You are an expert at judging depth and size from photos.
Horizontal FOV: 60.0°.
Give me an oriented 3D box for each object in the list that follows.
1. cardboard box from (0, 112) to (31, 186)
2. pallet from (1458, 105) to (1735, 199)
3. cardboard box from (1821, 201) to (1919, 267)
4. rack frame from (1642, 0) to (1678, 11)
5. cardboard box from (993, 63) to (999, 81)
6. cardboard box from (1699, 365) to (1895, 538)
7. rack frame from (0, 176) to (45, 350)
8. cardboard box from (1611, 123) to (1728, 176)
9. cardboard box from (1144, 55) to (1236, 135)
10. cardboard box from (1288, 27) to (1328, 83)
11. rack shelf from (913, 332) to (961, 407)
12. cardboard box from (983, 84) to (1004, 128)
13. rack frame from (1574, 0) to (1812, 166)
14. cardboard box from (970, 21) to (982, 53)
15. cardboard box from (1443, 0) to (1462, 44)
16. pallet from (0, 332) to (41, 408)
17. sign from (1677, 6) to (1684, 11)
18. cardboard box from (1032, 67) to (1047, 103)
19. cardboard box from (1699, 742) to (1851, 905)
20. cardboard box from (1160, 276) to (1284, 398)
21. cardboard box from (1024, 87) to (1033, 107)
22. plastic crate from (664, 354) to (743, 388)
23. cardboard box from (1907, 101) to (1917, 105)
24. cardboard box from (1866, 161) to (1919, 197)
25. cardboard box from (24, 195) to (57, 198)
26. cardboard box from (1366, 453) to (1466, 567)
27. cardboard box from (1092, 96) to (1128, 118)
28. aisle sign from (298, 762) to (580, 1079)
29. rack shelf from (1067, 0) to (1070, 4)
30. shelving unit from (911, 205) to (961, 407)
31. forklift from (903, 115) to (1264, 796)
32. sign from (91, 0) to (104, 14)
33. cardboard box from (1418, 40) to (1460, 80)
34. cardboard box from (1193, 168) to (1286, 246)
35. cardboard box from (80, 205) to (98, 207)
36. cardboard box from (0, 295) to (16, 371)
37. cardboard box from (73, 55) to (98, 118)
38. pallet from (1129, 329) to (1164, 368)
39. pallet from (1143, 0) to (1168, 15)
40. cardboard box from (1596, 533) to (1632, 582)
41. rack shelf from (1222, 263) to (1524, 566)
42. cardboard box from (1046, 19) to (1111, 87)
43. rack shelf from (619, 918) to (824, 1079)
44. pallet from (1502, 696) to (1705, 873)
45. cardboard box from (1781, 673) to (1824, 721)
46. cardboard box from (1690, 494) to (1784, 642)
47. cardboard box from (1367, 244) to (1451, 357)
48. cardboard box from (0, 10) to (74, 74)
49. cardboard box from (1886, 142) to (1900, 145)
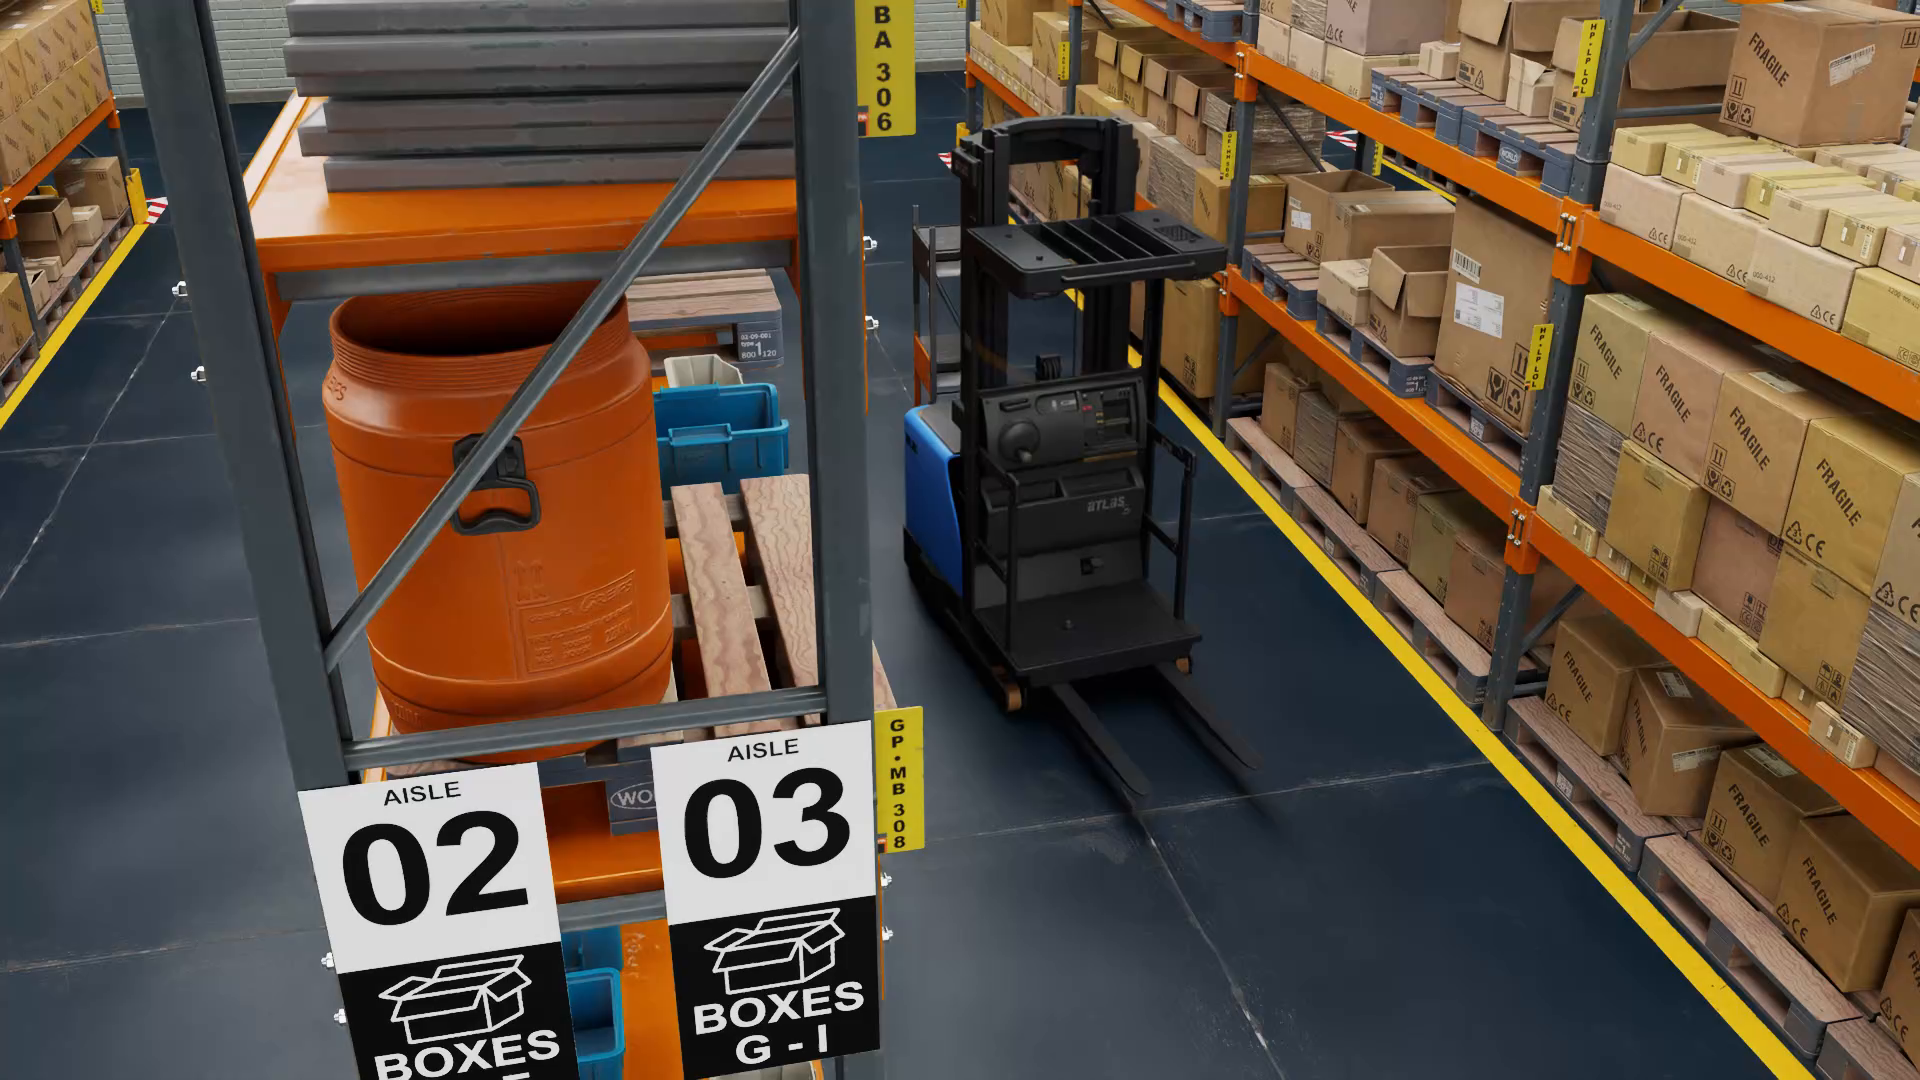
[{"bbox_3d":[-8.036,-3.205,13.660,0.500,0.500,0.500,-5,27,-10],"label":"cardboard box"},{"bbox_3d":[3.233,-1.938,8.140,1.213,0.211,1.003,-6,27,-12],"label":"pallet"},{"bbox_3d":[3.372,-1.108,6.012,0.380,0.149,0.250,-6,27,-13],"label":"cardboard box"},{"bbox_3d":[6.321,-4.372,16.084,1.000,3.000,0.127,-6,27,-12],"label":"rack frame"},{"bbox_3d":[0.556,-4.917,17.441,0.380,0.149,0.250,-6,27,-13],"label":"cardboard box"},{"bbox_3d":[3.348,-0.363,6.589,0.500,0.500,0.500,-6,27,-12],"label":"cardboard box"},{"bbox_3d":[-8.187,-2.909,13.184,1.000,3.000,0.127,-6,27,-12],"label":"rack frame"},{"bbox_3d":[3.041,-1.677,7.139,0.380,0.149,0.250,-7,28,-13],"label":"cardboard box"},{"bbox_3d":[1.916,-3.552,13.235,0.797,0.503,0.637,-5,27,-10],"label":"cardboard box"},{"bbox_3d":[2.340,-2.972,10.146,0.500,0.250,0.500,-5,27,-10],"label":"cardboard box"},{"bbox_3d":[-0.037,-0.998,10.427,0.431,0.518,0.480,-6,27,-12],"label":"rack shelf"},{"bbox_3d":[0.786,-4.635,18.496,0.875,0.875,0.875,-6,27,-12],"label":"cardboard box"},{"bbox_3d":[3.268,-3.079,6.864,1.000,3.000,0.127,-6,27,-12],"label":"rack frame"},{"bbox_3d":[0.409,-5.497,18.148,0.500,0.250,0.500,-7,28,-13],"label":"cardboard box"},{"bbox_3d":[2.941,-3.137,9.641,0.500,0.500,0.500,-5,27,-11],"label":"cardboard box"},{"bbox_3d":[-7.967,-1.311,13.112,1.003,0.211,1.213,-6,27,-12],"label":"pallet"},{"bbox_3d":[6.861,-4.947,15.938,0.100,0.325,0.005,-6,27,-12],"label":"sign"},{"bbox_3d":[0.991,-4.373,15.921,0.500,0.250,0.500,-5,27,-10],"label":"cardboard box"},{"bbox_3d":[3.672,1.222,7.307,0.500,0.500,0.500,-8,28,-16],"label":"cardboard box"},{"bbox_3d":[2.232,-1.701,12.683,1.225,0.875,0.875,-7,28,-14],"label":"cardboard box"},{"bbox_3d":[0.845,-4.353,16.325,0.380,0.149,0.250,-5,27,-11],"label":"cardboard box"},{"bbox_3d":[-0.802,-0.456,5.288,0.243,0.136,0.396,-6,27,-12],"label":"plastic crate"},{"bbox_3d":[10.680,-5.039,19.781,0.875,0.438,0.875,-5,27,-10],"label":"cardboard box"},{"bbox_3d":[3.822,-1.391,6.573,0.380,0.149,0.250,-7,28,-13],"label":"cardboard box"},{"bbox_3d":[-9.329,-3.370,16.773,0.380,0.149,0.250,-6,27,-12],"label":"cardboard box"},{"bbox_3d":[2.935,-0.210,10.123,0.700,0.500,0.500,-8,28,-16],"label":"cardboard box"},{"bbox_3d":[1.440,-3.510,14.264,0.500,0.500,0.500,-6,27,-12],"label":"cardboard box"},{"bbox_3d":[-0.929,0.759,3.032,0.394,0.787,0.004,-6,27,-12],"label":"aisle sign"},{"bbox_3d":[1.015,-5.809,16.399,1.077,0.370,4.000,-6,27,-12],"label":"rack shelf"},{"bbox_3d":[-0.037,-1.010,10.421,0.431,2.100,0.503,-6,27,-12],"label":"shelving unit"},{"bbox_3d":[0.639,-0.595,8.677,1.130,2.935,3.031,-9,28,-18],"label":"forklift"},{"bbox_3d":[-8.543,-5.370,16.425,0.100,0.325,0.005,-6,27,-12],"label":"sign"},{"bbox_3d":[2.748,-2.636,9.108,0.380,0.166,0.250,-7,28,-13],"label":"cardboard box"},{"bbox_3d":[2.014,-2.393,12.051,0.500,0.500,0.500,-5,27,-10],"label":"cardboard box"},{"bbox_3d":[-8.722,-3.196,16.409,0.380,0.166,0.250,-6,27,-12],"label":"cardboard box"},{"bbox_3d":[-7.693,-1.584,12.845,0.500,0.500,0.500,-6,27,-11],"label":"cardboard box"},{"bbox_3d":[-8.602,-4.313,15.855,0.500,0.500,0.500,-6,27,-11],"label":"cardboard box"},{"bbox_3d":[1.991,-1.800,14.083,1.003,0.211,1.213,-6,27,-12],"label":"pallet"},{"bbox_3d":[1.915,-4.180,12.583,1.003,0.211,1.213,-5,27,-9],"label":"pallet"},{"bbox_3d":[3.151,0.054,7.593,0.380,0.149,0.250,-6,27,-12],"label":"cardboard box"},{"bbox_3d":[2.818,-0.958,10.117,1.077,0.370,4.000,-6,27,-12],"label":"rack shelf"},{"bbox_3d":[1.101,-4.488,15.318,0.500,0.500,0.500,-5,27,-10],"label":"cardboard box"},{"bbox_3d":[-1.106,1.301,5.642,1.077,0.370,4.000,-6,27,-12],"label":"rack shelf"},{"bbox_3d":[3.454,1.135,8.267,1.003,0.211,1.213,-6,27,-12],"label":"pallet"},{"bbox_3d":[3.475,0.598,6.514,0.380,0.149,0.250,-6,27,-12],"label":"cardboard box"},{"bbox_3d":[3.599,0.058,6.866,0.875,0.500,0.500,-6,27,-12],"label":"cardboard box"},{"bbox_3d":[2.788,-1.386,9.587,0.797,0.503,0.637,-3,27,-6],"label":"cardboard box"},{"bbox_3d":[-8.484,-4.539,15.194,0.500,0.500,0.500,-5,27,-10],"label":"cardboard box"},{"bbox_3d":[7.309,-3.057,12.960,0.380,0.149,0.250,-5,27,-9],"label":"cardboard box"}]
